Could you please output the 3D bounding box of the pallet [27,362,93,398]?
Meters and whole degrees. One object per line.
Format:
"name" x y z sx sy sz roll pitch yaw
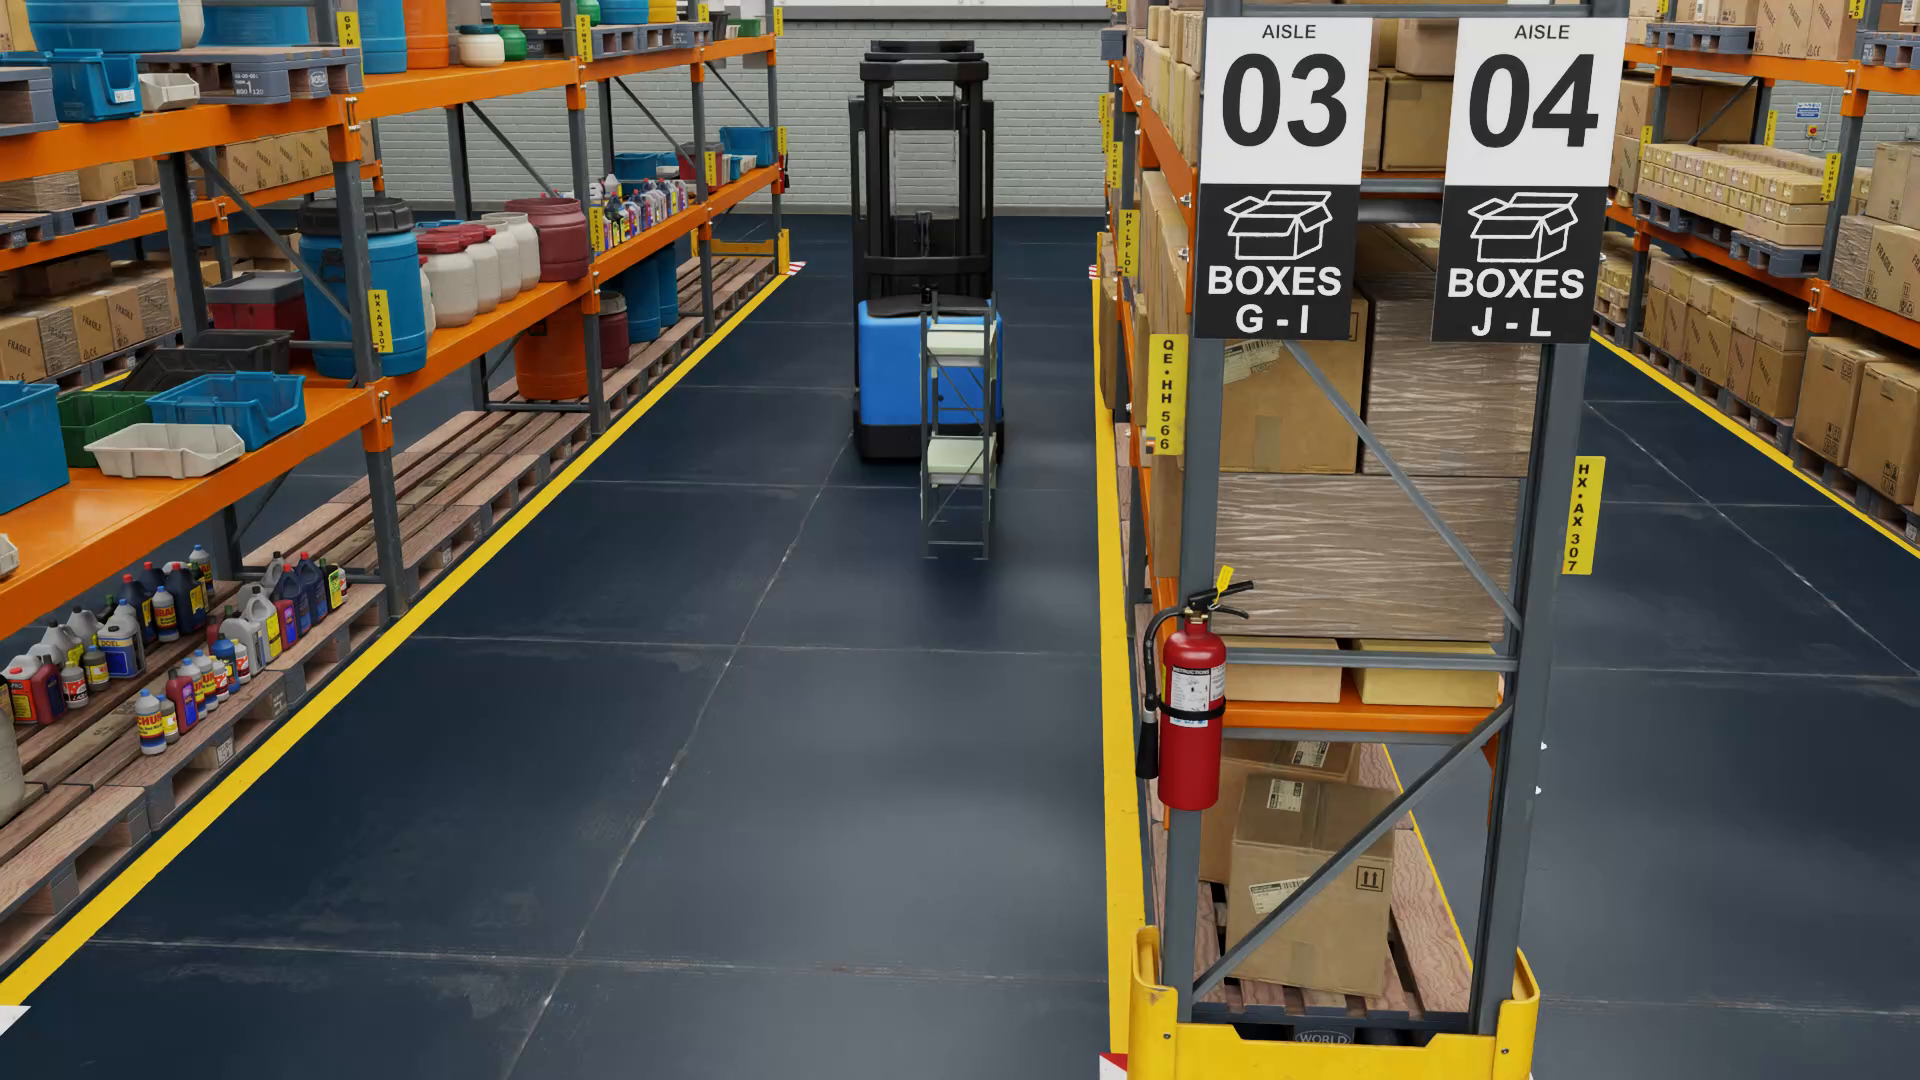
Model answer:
"pallet" -8.115 -1.278 13.983 1.003 0.211 1.213 1 18 4

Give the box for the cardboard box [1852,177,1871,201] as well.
"cardboard box" 6.857 -2.593 12.293 0.380 0.149 0.250 1 18 2

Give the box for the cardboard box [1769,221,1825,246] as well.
"cardboard box" 6.191 -2.251 12.204 0.380 0.149 0.250 2 18 5

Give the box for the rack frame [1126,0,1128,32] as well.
"rack frame" 1.674 -5.000 11.231 1.000 3.000 0.127 1 18 4

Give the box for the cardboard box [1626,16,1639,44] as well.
"cardboard box" 6.714 -4.917 16.036 0.500 0.250 0.500 1 18 4

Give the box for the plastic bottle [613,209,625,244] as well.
"plastic bottle" -2.808 -2.588 13.690 0.061 0.283 0.133 1 18 4

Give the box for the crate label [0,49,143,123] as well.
"crate label" -3.376 -1.704 6.228 0.502 0.251 0.408 1 18 4

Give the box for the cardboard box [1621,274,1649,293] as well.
"cardboard box" 6.666 -2.493 16.164 0.380 0.149 0.250 2 18 5

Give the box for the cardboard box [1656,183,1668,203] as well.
"cardboard box" 6.378 -3.054 14.655 0.380 0.149 0.250 1 18 4

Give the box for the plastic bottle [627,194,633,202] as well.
"plastic bottle" -2.900 -2.925 14.738 0.097 0.271 0.097 0 18 0

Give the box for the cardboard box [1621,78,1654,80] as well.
"cardboard box" 6.747 -4.385 16.744 0.500 0.500 0.500 2 18 5

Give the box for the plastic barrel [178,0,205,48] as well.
"plastic barrel" -3.780 -2.566 7.767 0.421 0.512 0.421 0 18 0

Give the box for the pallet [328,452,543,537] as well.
"pallet" -3.451 -0.317 11.052 1.003 0.211 1.213 1 18 4

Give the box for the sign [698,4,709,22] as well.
"sign" -2.431 -4.919 15.787 0.100 0.325 0.005 1 18 4

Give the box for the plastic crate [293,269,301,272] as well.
"plastic crate" -3.784 -1.360 9.781 0.392 0.384 0.575 1 18 4

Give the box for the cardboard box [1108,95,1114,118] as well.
"cardboard box" 1.877 -4.601 18.207 0.500 0.500 0.500 1 18 2

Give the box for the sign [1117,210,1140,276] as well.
"sign" 0.833 -1.469 8.228 0.100 0.325 0.005 1 18 4

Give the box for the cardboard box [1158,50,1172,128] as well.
"cardboard box" 0.991 -1.645 6.049 0.500 0.250 0.500 1 18 3

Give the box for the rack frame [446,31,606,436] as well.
"rack frame" -3.266 -2.260 12.503 1.000 3.000 0.127 1 18 4

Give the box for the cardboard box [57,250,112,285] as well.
"cardboard box" -8.269 -2.536 15.450 0.500 0.250 0.500 1 18 4

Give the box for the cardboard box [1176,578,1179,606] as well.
"cardboard box" 0.900 0.205 5.384 0.380 0.149 0.250 1 18 4

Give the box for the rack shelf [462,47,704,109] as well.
"rack shelf" -3.123 -3.965 14.044 1.077 0.370 4.000 1 18 4

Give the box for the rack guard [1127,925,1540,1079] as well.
"rack guard" 1.106 1.499 5.044 1.175 0.500 0.348 1 18 4

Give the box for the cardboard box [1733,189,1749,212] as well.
"cardboard box" 6.247 -2.635 12.898 0.380 0.149 0.250 1 18 4

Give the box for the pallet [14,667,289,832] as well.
"pallet" -3.728 0.895 7.353 1.003 0.211 1.213 1 18 4

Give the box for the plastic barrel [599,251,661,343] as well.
"plastic barrel" -3.086 -2.316 15.370 0.600 0.901 0.708 1 18 4

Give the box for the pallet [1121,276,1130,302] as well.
"pallet" 1.729 -1.835 11.513 1.213 0.211 1.003 1 18 4

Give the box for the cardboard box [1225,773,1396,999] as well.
"cardboard box" 1.162 1.130 5.497 0.500 0.500 0.500 5 19 14

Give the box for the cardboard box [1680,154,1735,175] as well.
"cardboard box" 6.341 -3.177 14.076 0.380 0.149 0.250 1 18 3

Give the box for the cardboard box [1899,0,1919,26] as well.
"cardboard box" 6.343 -3.418 10.527 0.500 0.311 0.500 1 18 4

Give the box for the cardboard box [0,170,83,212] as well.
"cardboard box" -8.018 -3.097 14.221 0.700 0.500 0.500 5 19 14

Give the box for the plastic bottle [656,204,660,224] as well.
"plastic bottle" -2.738 -2.930 14.866 0.097 0.201 0.097 0 18 0

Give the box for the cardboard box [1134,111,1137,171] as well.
"cardboard box" 1.862 -3.505 14.529 0.797 0.503 0.637 1 18 5

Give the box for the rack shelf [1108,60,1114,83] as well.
"rack shelf" 2.104 -5.096 17.498 1.077 0.370 4.000 1 18 4

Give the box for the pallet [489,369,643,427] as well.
"pallet" -3.251 -1.181 13.687 1.003 0.211 1.213 1 18 4

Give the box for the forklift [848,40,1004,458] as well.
"forklift" -0.307 -2.398 13.033 1.130 2.935 3.031 -1 18 -4

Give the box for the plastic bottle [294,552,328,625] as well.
"plastic bottle" -3.312 0.238 8.426 0.144 0.351 0.185 1 18 2

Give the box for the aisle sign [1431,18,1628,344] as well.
"aisle sign" 1.395 -0.874 4.099 0.394 0.787 0.004 1 18 4

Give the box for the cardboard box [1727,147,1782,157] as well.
"cardboard box" 7.048 -3.400 14.756 0.380 0.149 0.250 1 18 2

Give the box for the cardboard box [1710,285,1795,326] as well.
"cardboard box" 6.479 -1.908 13.565 0.500 0.250 0.500 2 18 5

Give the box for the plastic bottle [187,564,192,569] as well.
"plastic bottle" -4.020 0.224 8.710 0.097 0.201 0.097 0 18 0

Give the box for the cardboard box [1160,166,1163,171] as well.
"cardboard box" 1.584 -1.635 8.959 1.000 1.000 1.000 1 18 4

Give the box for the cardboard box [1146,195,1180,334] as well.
"cardboard box" 1.031 -1.126 6.800 0.500 0.500 0.500 1 18 4

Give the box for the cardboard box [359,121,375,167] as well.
"cardboard box" -7.394 -4.759 19.968 0.500 0.500 0.500 2 18 6

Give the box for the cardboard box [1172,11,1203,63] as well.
"cardboard box" 0.849 -1.546 5.106 0.380 0.149 0.250 1 18 4

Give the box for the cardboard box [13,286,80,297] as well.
"cardboard box" -8.305 -2.013 15.055 0.500 0.500 0.500 1 18 2

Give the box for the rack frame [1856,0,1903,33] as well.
"rack frame" 6.614 -4.858 10.798 1.000 3.000 0.127 1 18 4

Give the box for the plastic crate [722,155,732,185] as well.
"plastic crate" -2.686 -3.945 17.738 0.437 0.282 0.530 1 18 4

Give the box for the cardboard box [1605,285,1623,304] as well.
"cardboard box" 6.613 -2.425 16.433 0.380 0.149 0.250 0 18 1

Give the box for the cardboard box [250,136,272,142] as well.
"cardboard box" -7.569 -4.437 17.381 0.500 0.500 0.500 1 18 2

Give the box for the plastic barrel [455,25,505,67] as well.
"plastic barrel" -3.125 -3.220 10.836 0.301 0.262 0.301 0 18 0

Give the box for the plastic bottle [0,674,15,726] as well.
"plastic bottle" -4.155 0.689 7.157 0.061 0.283 0.133 2 18 5

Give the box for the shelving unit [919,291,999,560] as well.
"shelving unit" 0.000 -0.711 10.183 0.431 1.500 0.755 1 18 4

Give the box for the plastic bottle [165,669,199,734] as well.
"plastic bottle" -3.365 0.680 7.185 0.061 0.283 0.133 2 18 5

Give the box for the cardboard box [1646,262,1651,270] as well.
"cardboard box" 7.176 -2.725 16.870 0.380 0.149 0.250 1 18 2
